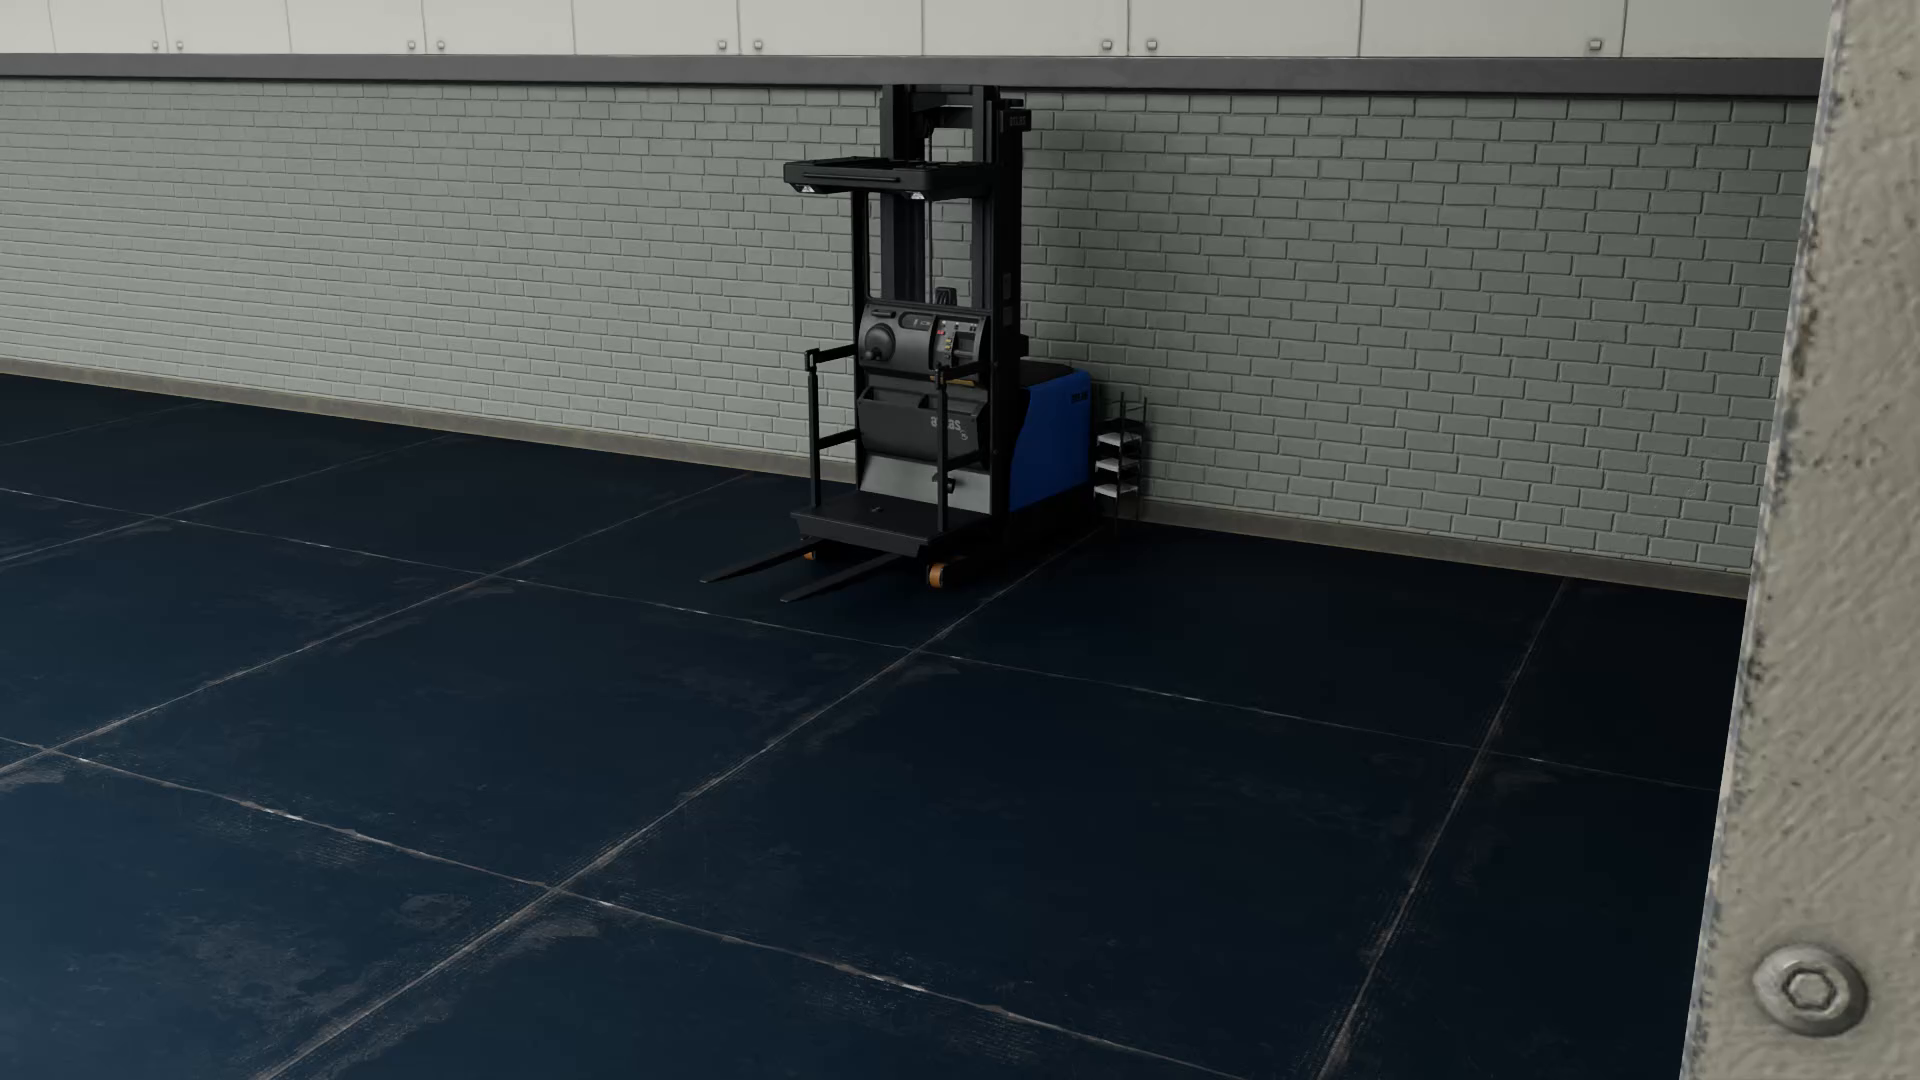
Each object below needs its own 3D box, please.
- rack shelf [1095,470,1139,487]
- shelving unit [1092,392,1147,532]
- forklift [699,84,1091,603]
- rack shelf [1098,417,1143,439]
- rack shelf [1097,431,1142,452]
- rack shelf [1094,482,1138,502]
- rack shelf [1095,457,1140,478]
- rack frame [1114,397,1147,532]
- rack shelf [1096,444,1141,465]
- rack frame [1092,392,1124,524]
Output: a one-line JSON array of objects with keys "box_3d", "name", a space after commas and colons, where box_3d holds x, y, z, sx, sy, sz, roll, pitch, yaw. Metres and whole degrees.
[{"box_3d": [1.076, -0.416, 11.333, 0.258, 0.077, 0.200, -16, 26, -42], "name": "rack shelf"}, {"box_3d": [1.080, -0.533, 11.293, 0.258, 0.900, 0.210, -16, 26, -42], "name": "shelving unit"}, {"box_3d": [-0.358, -1.259, 10.187, 1.130, 2.935, 3.031, 11, 20, 33], "name": "forklift"}, {"box_3d": [1.089, -0.757, 11.218, 0.258, 0.077, 0.200, -16, 26, -42], "name": "rack shelf"}, {"box_3d": [1.086, -0.672, 11.246, 0.258, 0.077, 0.200, -16, 26, -42], "name": "rack shelf"}, {"box_3d": [1.073, -0.331, 11.362, 0.258, 0.077, 0.200, -16, 26, -42], "name": "rack shelf"}, {"box_3d": [1.079, -0.502, 11.304, 0.258, 0.077, 0.200, -16, 26, -42], "name": "rack shelf"}, {"box_3d": [1.152, -0.507, 11.226, 0.240, 0.900, 0.006, -16, 26, -42], "name": "rack frame"}, {"box_3d": [1.083, -0.587, 11.275, 0.258, 0.077, 0.200, -16, 26, -42], "name": "rack shelf"}, {"box_3d": [1.009, -0.559, 11.361, 0.240, 0.900, 0.006, -16, 26, -42], "name": "rack frame"}]
